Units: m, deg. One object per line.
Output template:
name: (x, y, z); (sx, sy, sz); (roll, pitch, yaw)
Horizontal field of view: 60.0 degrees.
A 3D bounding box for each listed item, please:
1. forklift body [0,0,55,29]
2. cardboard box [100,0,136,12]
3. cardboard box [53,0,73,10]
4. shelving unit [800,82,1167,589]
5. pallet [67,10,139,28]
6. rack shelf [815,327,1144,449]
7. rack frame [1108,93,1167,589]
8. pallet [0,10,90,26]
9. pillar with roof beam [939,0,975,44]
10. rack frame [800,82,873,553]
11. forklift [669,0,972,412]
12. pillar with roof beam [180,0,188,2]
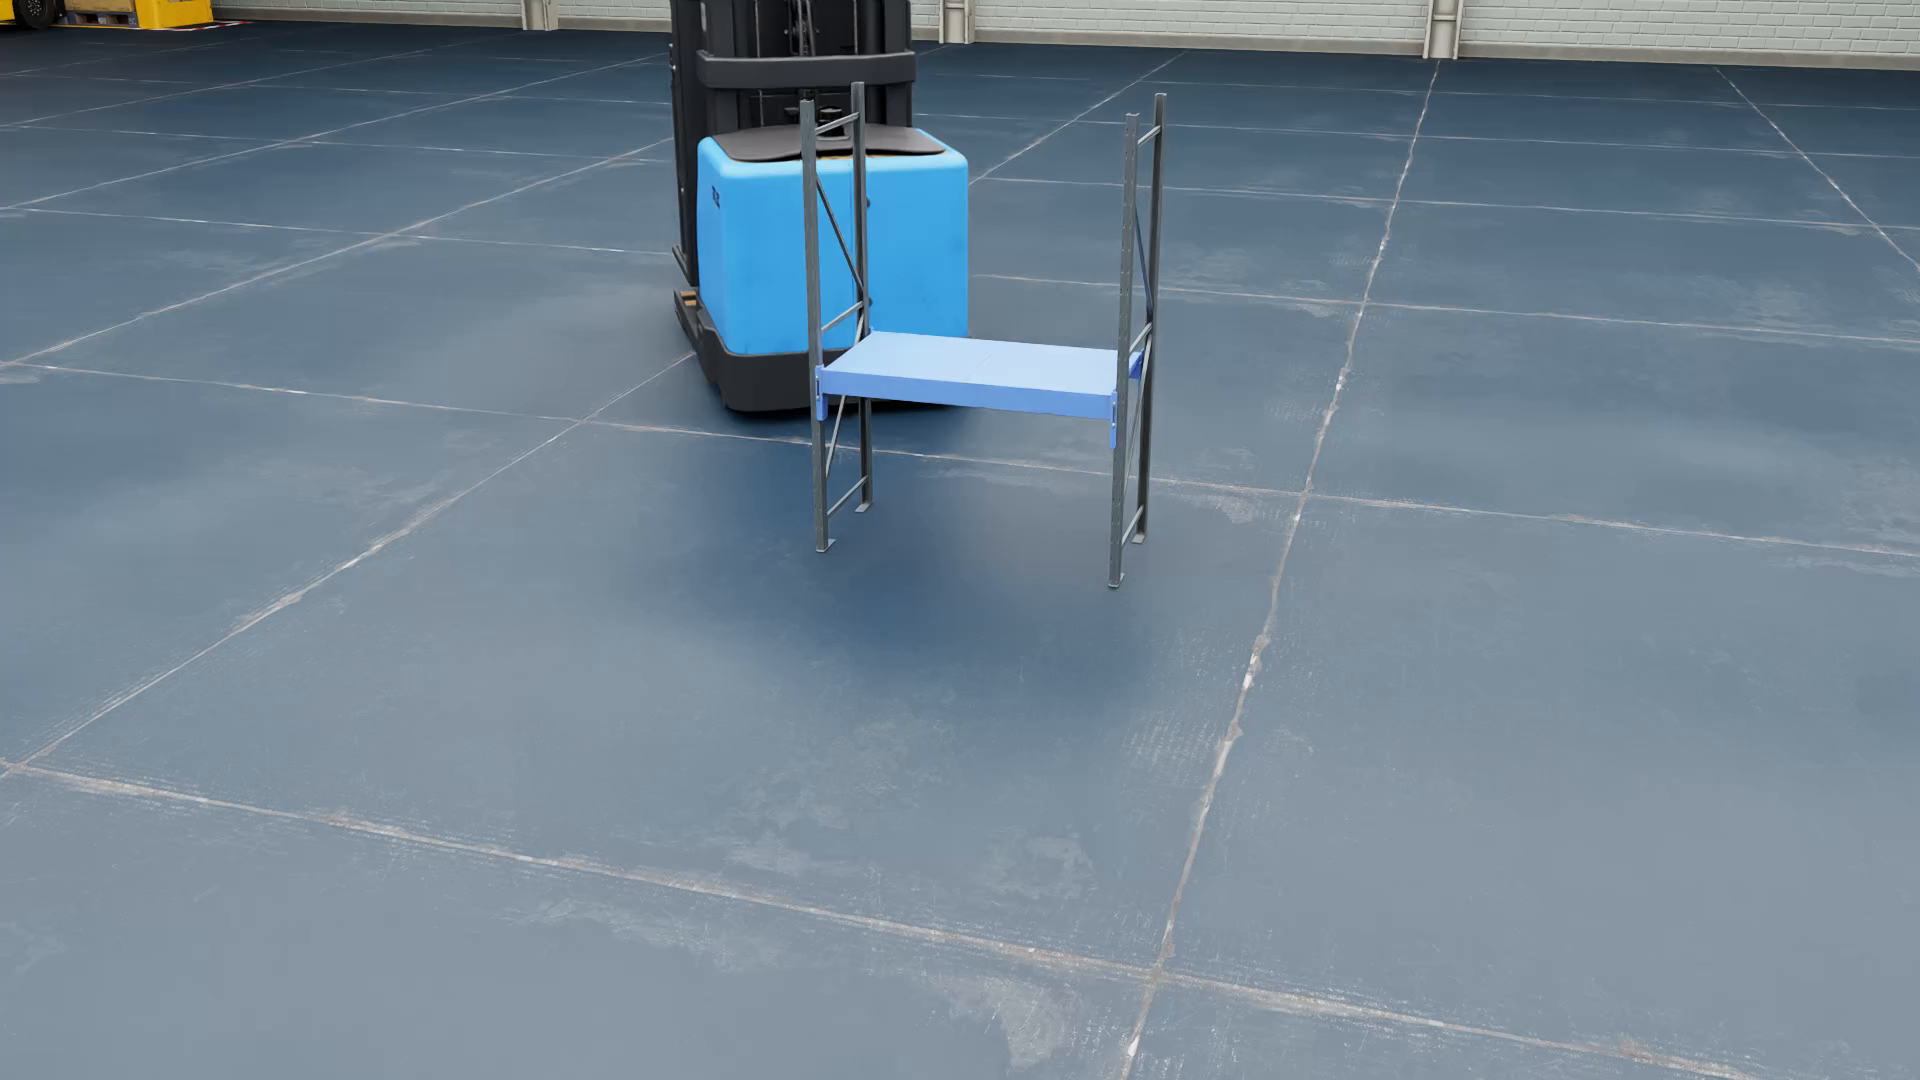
forklift body: (-13.462, -7.846, 22.063); (1.214, 2.155, 2.313); (7, 23, 16)
cardboard box: (-11.660, -7.552, 23.299); (0.500, 0.250, 0.500); (7, 23, 16)
cardboard box: (-12.610, -7.668, 23.582); (0.500, 0.250, 0.500); (7, 23, 16)
shelving unit: (0.082, -0.685, 5.463); (1.048, 1.500, 0.538); (7, 23, 16)
pallet: (-11.864, -7.472, 23.707); (1.213, 0.211, 1.003); (7, 23, 16)
rack shelf: (0.082, -0.518, 5.531); (1.000, 0.185, 0.538); (7, 23, 16)
rack frame: (0.568, -0.629, 5.327); (0.032, 1.500, 0.500); (7, 23, 16)
pallet: (-13.028, -7.606, 24.035); (1.213, 0.211, 1.003); (7, 23, 15)
pillar with roof beam: (-1.281, -8.993, 15.836); (0.400, 9.000, 9.100); (7, 23, 16)
rack frame: (-0.405, -0.740, 5.598); (0.032, 1.500, 0.500); (7, 23, 16)
forklift: (-0.828, -2.416, 7.799); (1.130, 2.935, 3.031); (-6, 23, -14)
pillar with roof beam: (-12.769, -10.309, 19.043); (0.400, 9.000, 9.100); (7, 23, 16)
